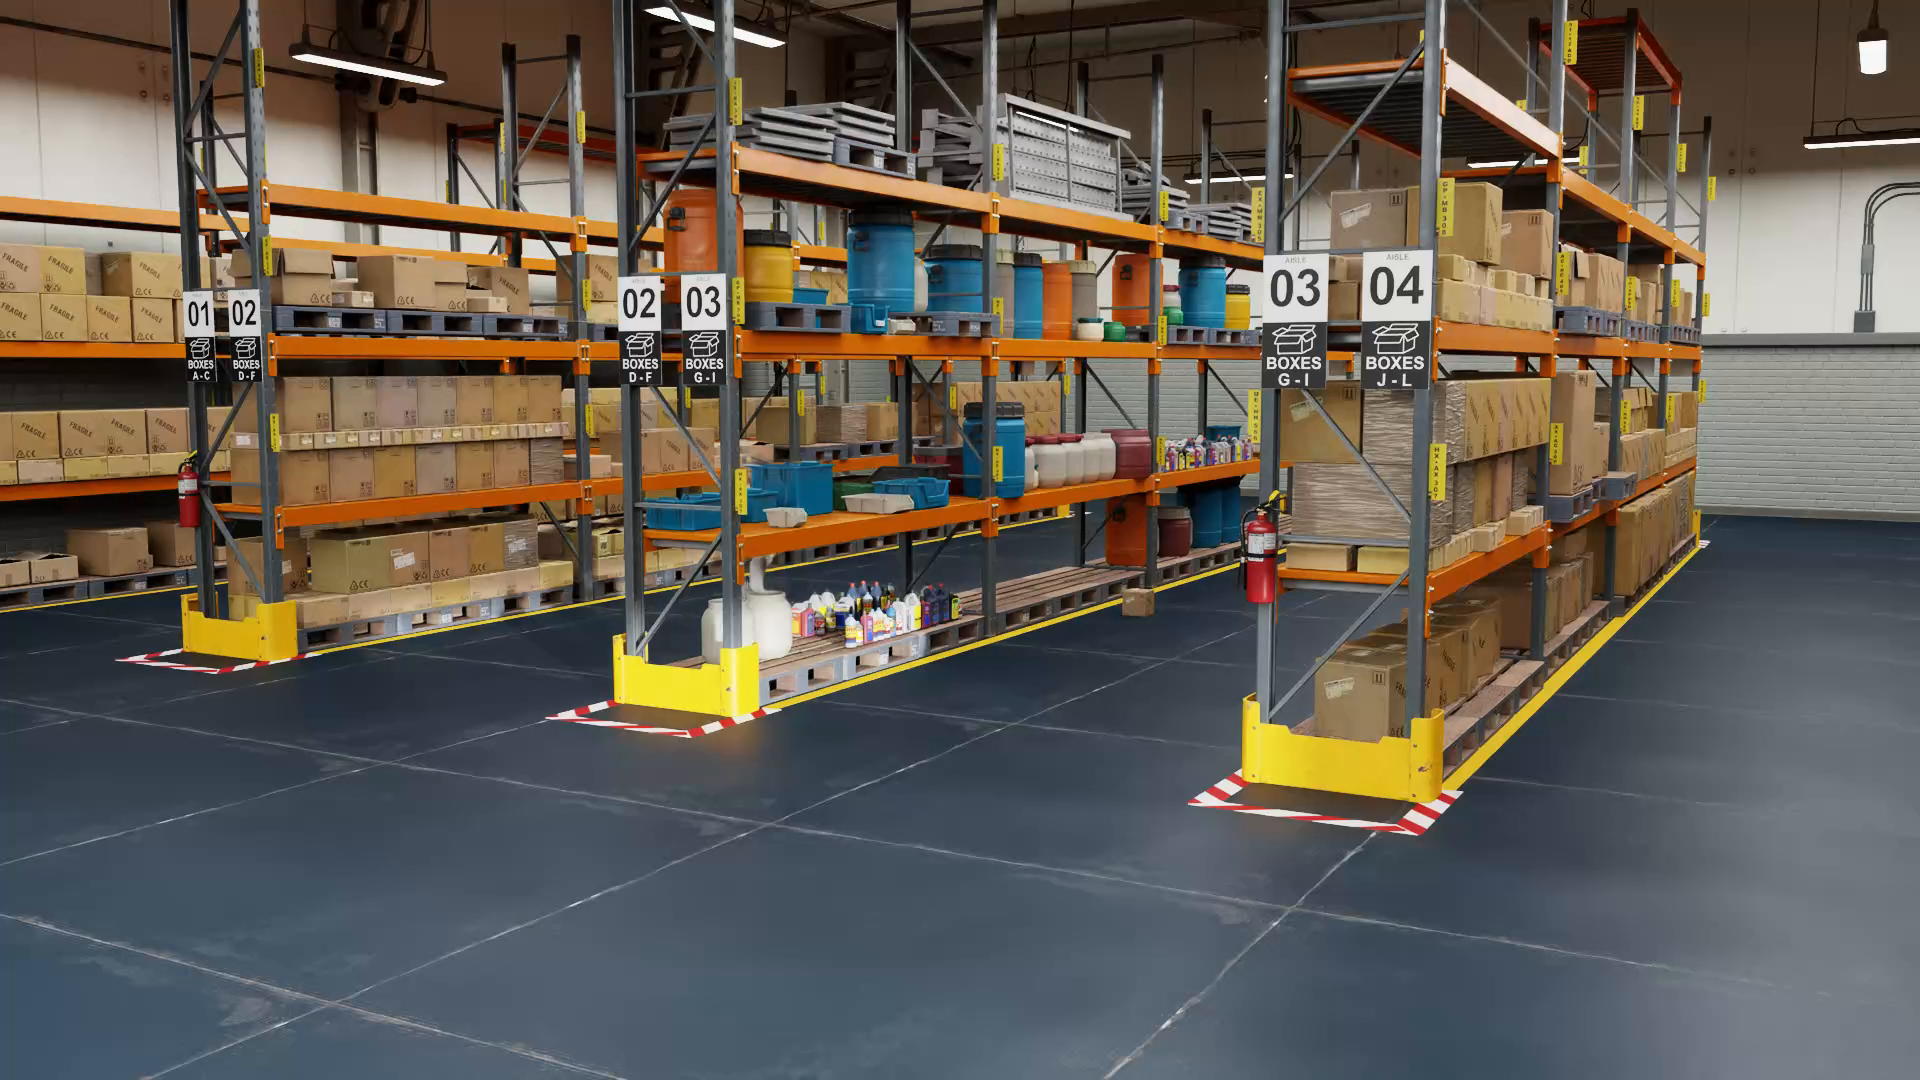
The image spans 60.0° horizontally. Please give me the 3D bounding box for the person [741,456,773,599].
[{"bbox_3d":[-1.936,0.047,15.625,0.483,1.683,0.458,3,7,30],"label":"person"}]
